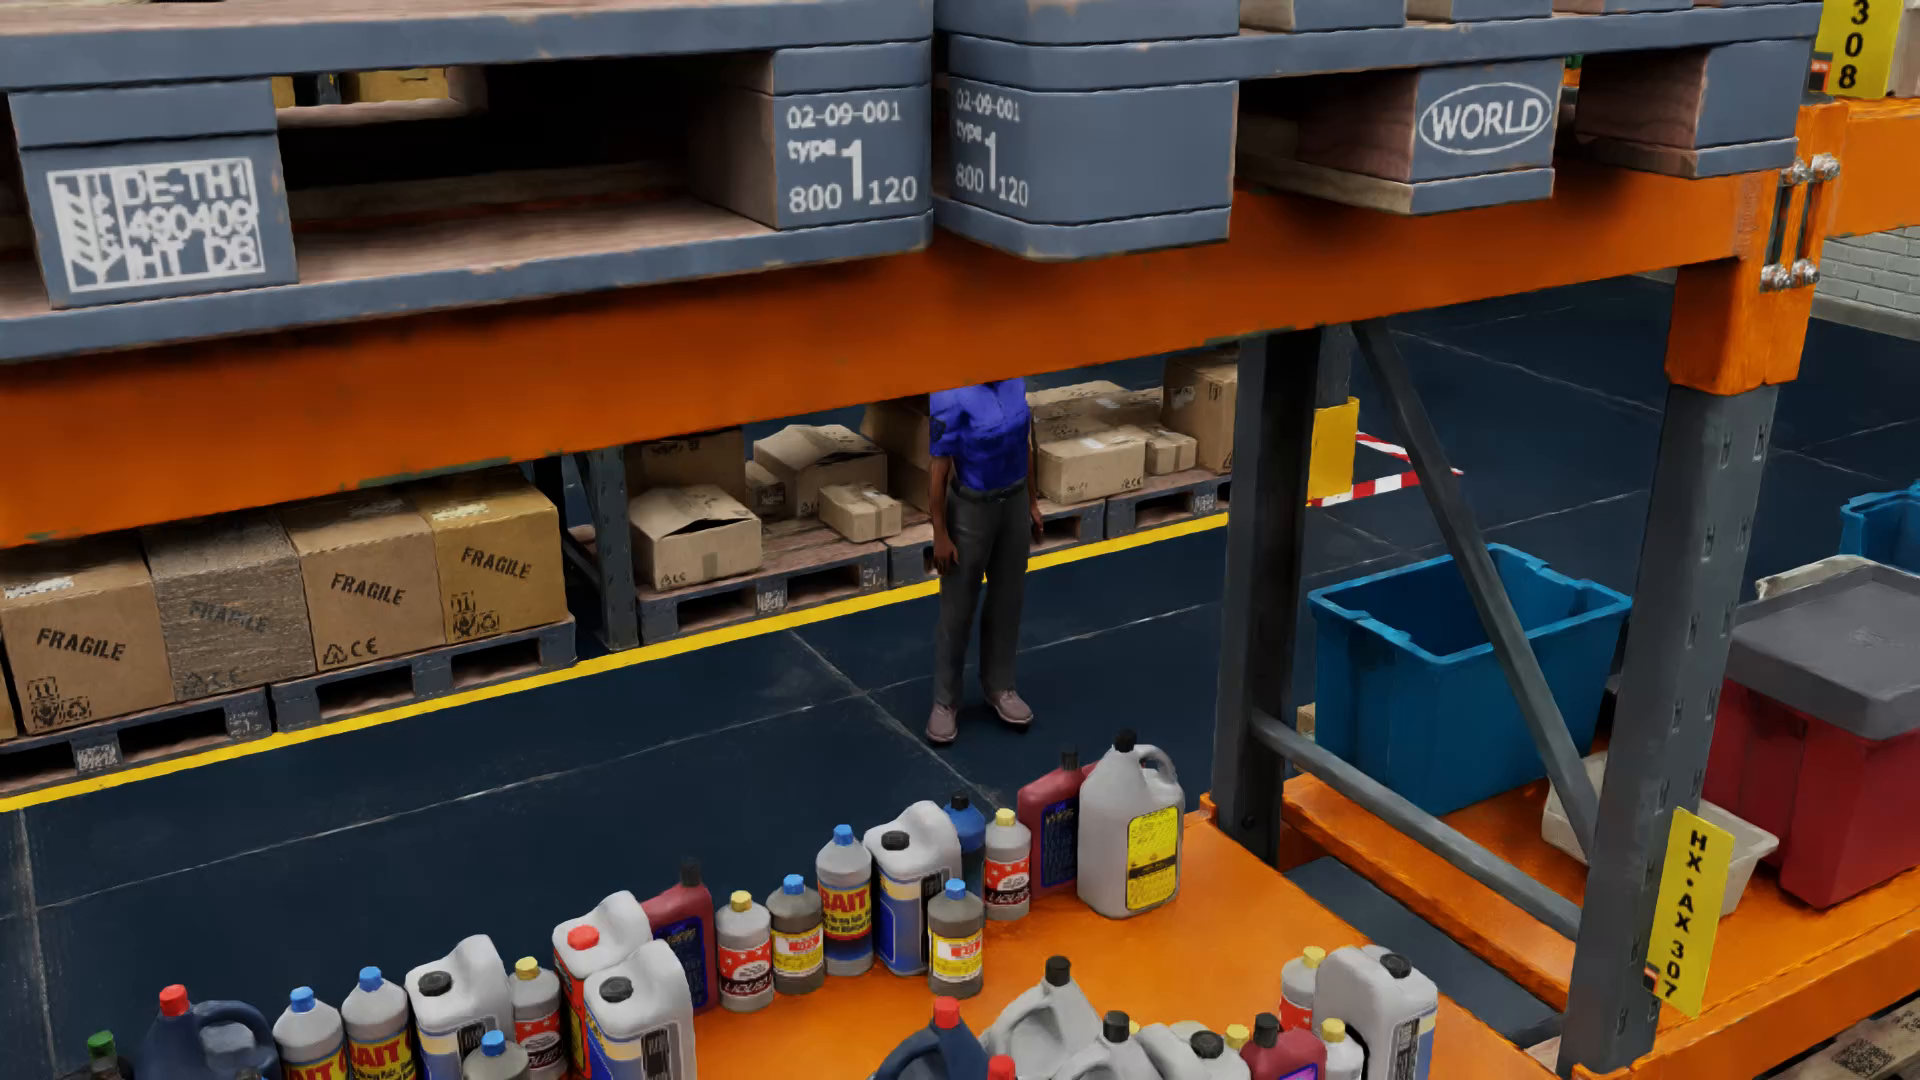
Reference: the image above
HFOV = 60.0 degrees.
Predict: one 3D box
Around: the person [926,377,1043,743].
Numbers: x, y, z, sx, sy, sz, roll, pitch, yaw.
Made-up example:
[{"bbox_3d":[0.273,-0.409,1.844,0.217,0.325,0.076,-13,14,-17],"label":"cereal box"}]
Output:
[{"bbox_3d":[0.089,-0.070,6.205,0.537,1.670,0.343,-17,28,-36],"label":"person"}]
